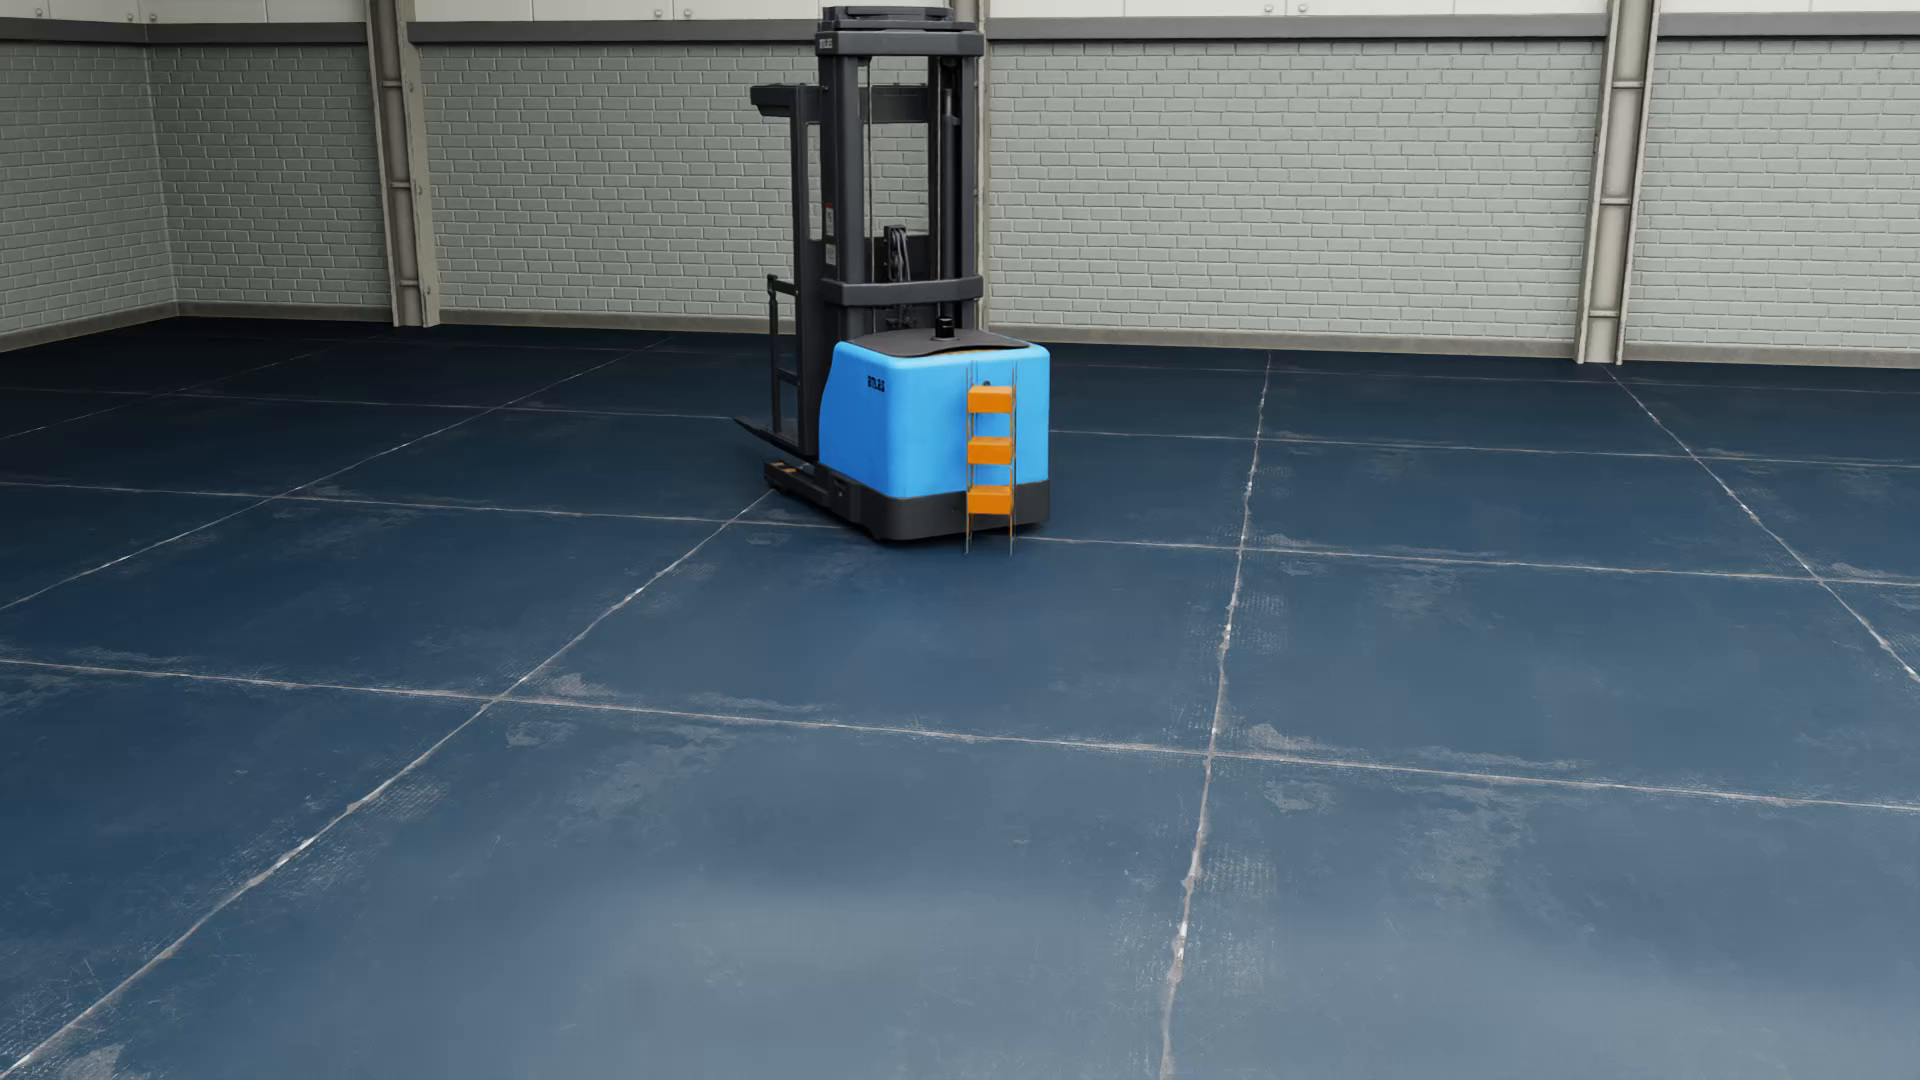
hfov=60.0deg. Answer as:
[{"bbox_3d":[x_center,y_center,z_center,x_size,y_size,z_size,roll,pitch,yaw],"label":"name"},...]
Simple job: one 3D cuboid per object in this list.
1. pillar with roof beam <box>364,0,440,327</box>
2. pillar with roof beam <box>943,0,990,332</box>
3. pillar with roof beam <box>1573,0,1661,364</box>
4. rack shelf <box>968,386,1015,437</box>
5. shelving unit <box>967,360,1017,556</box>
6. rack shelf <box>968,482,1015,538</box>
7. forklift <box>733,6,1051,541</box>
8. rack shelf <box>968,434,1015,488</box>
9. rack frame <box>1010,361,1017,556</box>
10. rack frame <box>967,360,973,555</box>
[{"bbox_3d":[-6.673,-5.518,12.556,0.400,9.000,9.100,3,16,11],"label":"pillar with roof beam"},{"bbox_3d":[-0.793,-5.199,11.403,0.400,9.000,9.100,3,16,11],"label":"pillar with roof beam"},{"bbox_3d":[5.087,-4.880,10.251,0.400,9.000,9.100,3,16,11],"label":"pillar with roof beam"},{"bbox_3d":[0.174,-0.711,9.069,0.240,0.259,0.215,2,16,7],"label":"rack shelf"},{"bbox_3d":[0.174,-0.448,9.142,0.252,1.050,0.215,2,16,7],"label":"shelving unit"},{"bbox_3d":[0.174,-0.170,9.219,0.240,0.259,0.215,2,16,7],"label":"rack shelf"},{"bbox_3d":[-0.608,-1.753,10.332,1.130,2.935,3.031,-8,17,-27],"label":"forklift"},{"bbox_3d":[0.174,-0.438,9.145,0.240,0.259,0.215,2,16,7],"label":"rack shelf"},{"bbox_3d":[0.295,-0.443,9.126,0.008,1.050,0.200,2,16,7],"label":"rack frame"},{"bbox_3d":[0.053,-0.452,9.158,0.008,1.050,0.200,2,16,7],"label":"rack frame"}]
